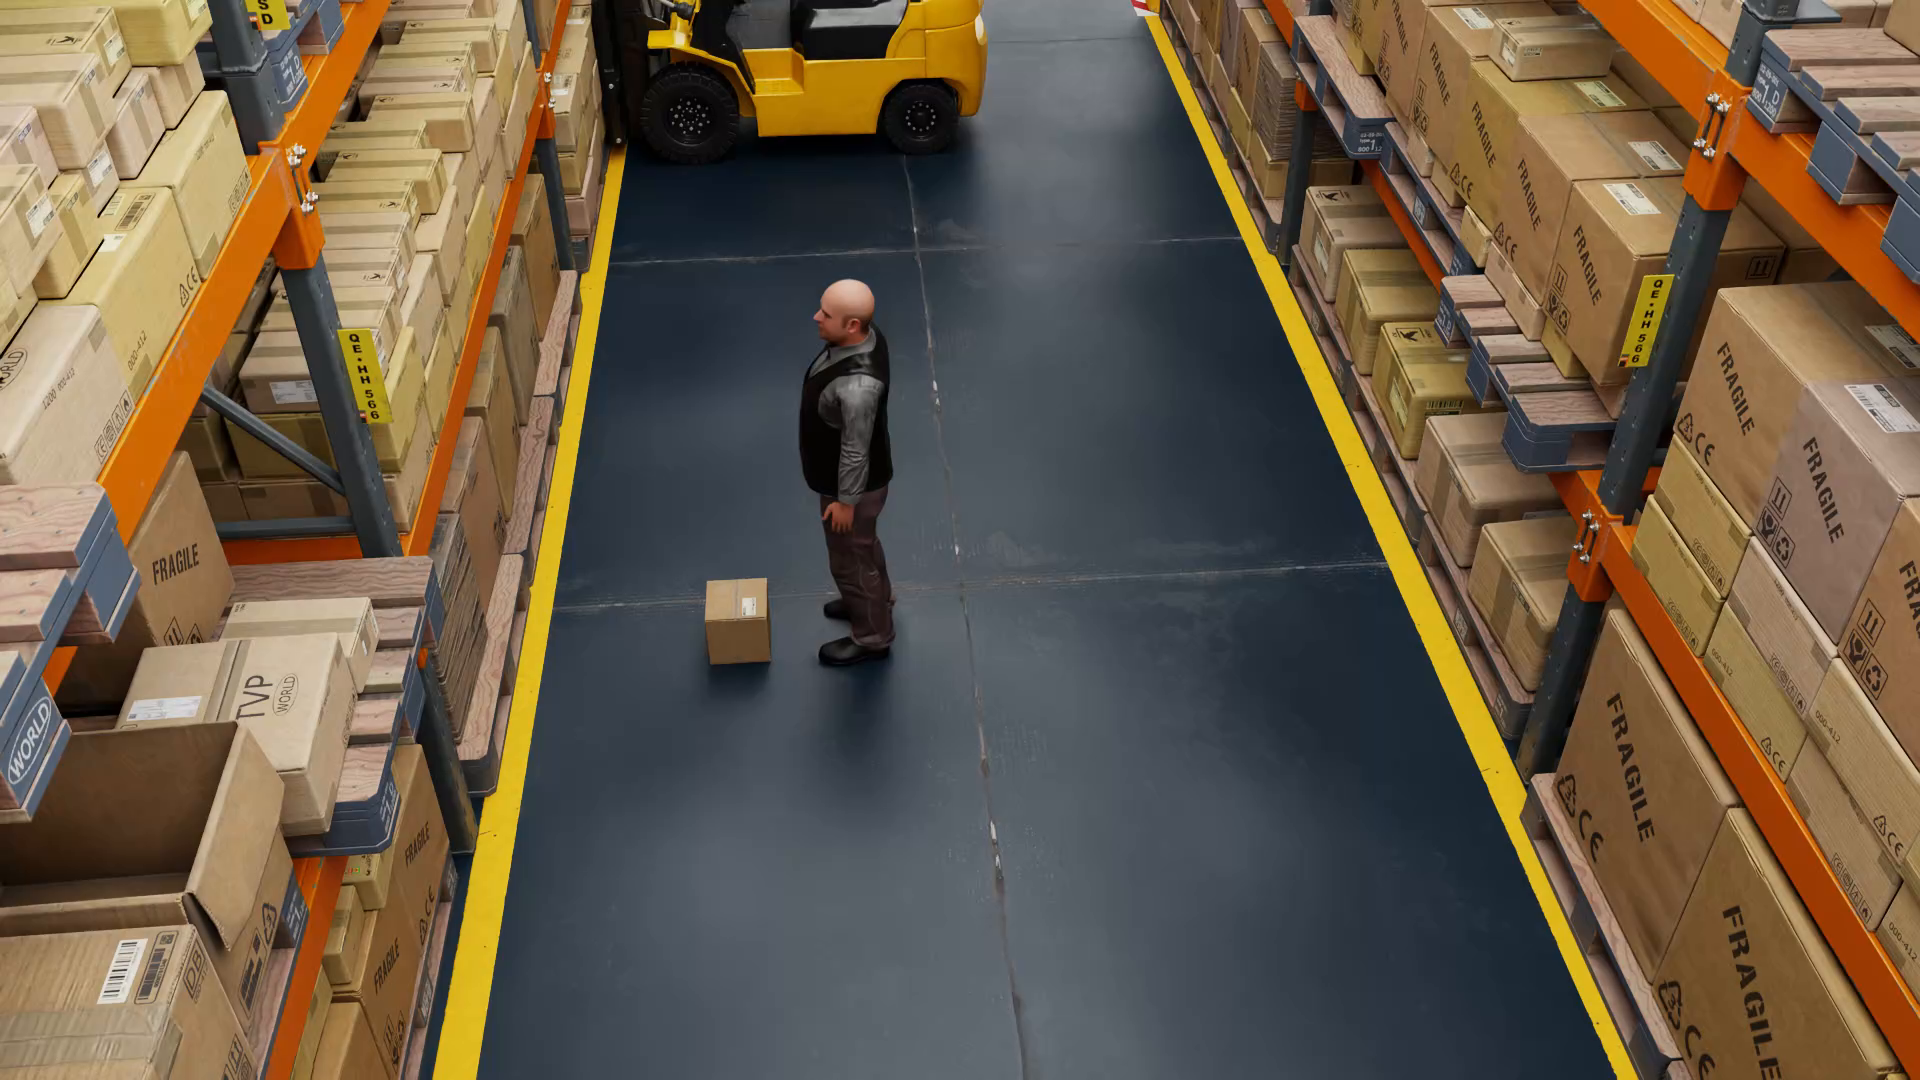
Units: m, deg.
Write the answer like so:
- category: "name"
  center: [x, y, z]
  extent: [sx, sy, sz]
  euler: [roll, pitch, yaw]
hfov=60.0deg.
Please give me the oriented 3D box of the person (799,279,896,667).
- category: "person"
  center: [-0.437, -0.246, 6.494]
  extent: [0.357, 1.733, 0.530]
  euler: [-2, 39, -3]
